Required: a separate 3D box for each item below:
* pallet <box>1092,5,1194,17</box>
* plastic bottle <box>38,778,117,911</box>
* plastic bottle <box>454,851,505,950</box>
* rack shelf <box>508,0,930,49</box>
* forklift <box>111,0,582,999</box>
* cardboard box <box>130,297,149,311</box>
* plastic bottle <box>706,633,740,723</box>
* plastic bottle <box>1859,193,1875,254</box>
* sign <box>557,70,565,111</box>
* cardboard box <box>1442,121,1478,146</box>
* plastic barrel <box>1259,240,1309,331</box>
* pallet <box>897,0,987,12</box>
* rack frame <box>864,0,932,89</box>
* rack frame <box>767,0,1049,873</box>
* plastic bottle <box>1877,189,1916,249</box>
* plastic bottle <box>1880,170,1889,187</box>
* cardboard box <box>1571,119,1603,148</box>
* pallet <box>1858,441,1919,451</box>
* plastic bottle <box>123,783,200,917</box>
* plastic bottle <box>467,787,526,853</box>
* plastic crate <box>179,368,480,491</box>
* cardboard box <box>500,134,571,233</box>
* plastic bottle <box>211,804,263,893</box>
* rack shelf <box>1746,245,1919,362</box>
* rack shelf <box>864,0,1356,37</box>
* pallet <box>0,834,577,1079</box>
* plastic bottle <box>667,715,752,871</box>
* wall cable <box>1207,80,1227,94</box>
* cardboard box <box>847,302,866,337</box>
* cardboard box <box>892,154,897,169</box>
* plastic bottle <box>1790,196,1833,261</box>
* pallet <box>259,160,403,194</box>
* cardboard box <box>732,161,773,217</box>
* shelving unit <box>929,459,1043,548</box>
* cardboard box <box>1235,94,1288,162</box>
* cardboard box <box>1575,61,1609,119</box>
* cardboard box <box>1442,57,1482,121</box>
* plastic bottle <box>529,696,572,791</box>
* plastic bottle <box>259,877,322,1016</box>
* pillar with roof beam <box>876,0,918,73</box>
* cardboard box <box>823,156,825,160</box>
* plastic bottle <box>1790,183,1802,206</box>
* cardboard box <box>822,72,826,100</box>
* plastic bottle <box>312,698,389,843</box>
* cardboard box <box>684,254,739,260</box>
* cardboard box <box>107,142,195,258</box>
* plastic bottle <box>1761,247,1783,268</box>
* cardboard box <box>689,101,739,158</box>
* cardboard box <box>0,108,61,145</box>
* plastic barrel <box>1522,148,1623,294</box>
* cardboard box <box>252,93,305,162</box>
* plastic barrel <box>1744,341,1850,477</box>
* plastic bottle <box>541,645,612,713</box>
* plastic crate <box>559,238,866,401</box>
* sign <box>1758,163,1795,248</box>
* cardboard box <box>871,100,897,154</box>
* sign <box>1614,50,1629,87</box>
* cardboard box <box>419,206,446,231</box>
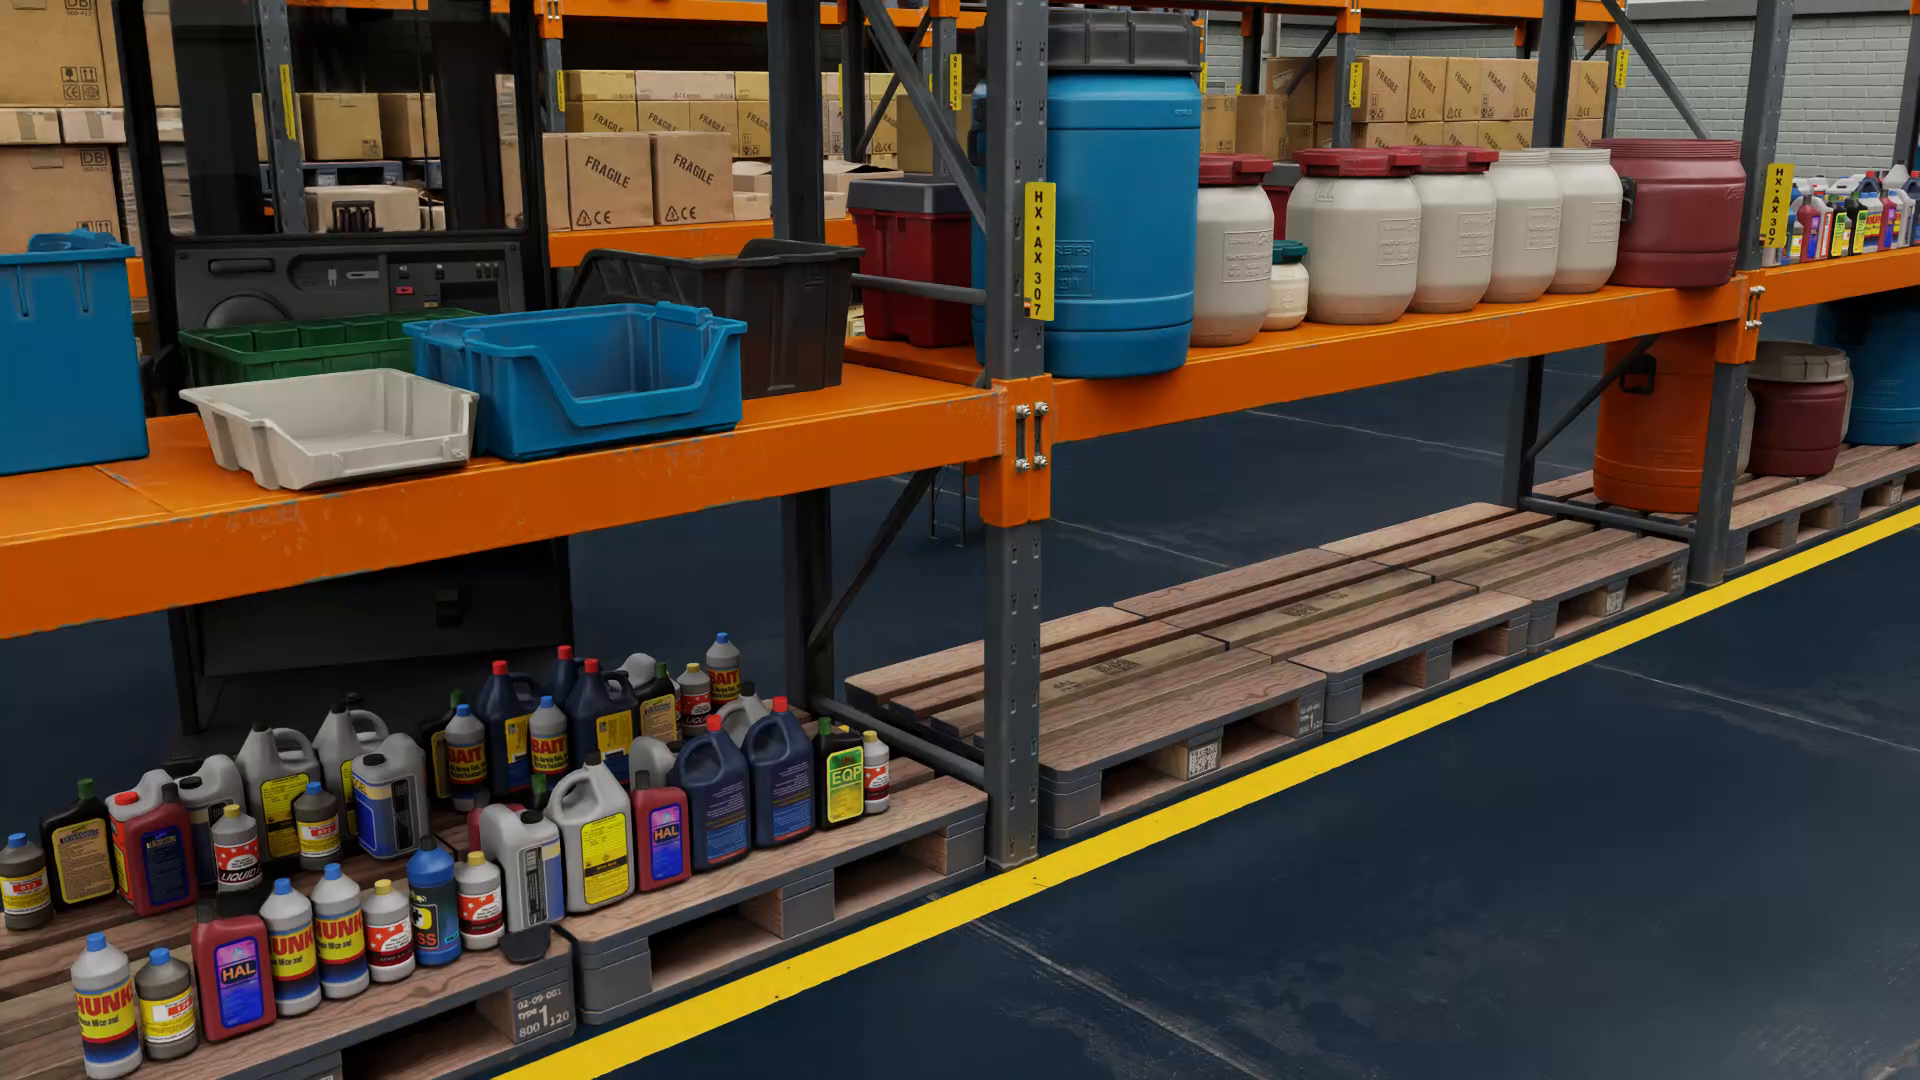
[{"bbox_3d":[1.835,-5.910,18.421,1.213,0.211,1.003,-13,19,-39],"label":"pallet"},{"bbox_3d":[-2.005,0.688,3.773,0.133,0.283,0.061,-12,19,-38],"label":"plastic bottle"},{"bbox_3d":[-1.043,0.774,3.608,0.097,0.201,0.097,0,15,0],"label":"plastic bottle"},{"bbox_3d":[-2.139,-4.716,15.176,4.000,0.370,1.077,-13,19,-39],"label":"rack shelf"},{"bbox_3d":[-1.655,-0.658,4.534,1.130,2.935,3.031,-5,16,-16],"label":"forklift"},{"bbox_3d":[-6.121,-1.731,12.409,0.500,0.500,0.700,-12,19,-38],"label":"cardboard box"},{"bbox_3d":[-0.690,0.405,4.857,0.097,0.271,0.097,0,15,0],"label":"plastic bottle"},{"bbox_3d":[4.124,-1.450,7.614,0.097,0.271,0.097,0,15,0],"label":"plastic bottle"},{"bbox_3d":[-3.284,-3.693,13.673,0.005,0.325,0.100,-13,19,-39],"label":"sign"},{"bbox_3d":[3.951,-3.243,13.885,0.500,0.500,0.500,-13,20,-40],"label":"cardboard box"},{"bbox_3d":[0.937,-0.797,5.189,0.301,0.262,0.301,0,15,0],"label":"plastic barrel"},{"bbox_3d":[-0.006,-5.496,16.874,1.213,0.211,1.003,-13,19,-39],"label":"pallet"},{"bbox_3d":[-0.630,-3.953,16.738,0.127,3.000,1.000,-13,19,-39],"label":"rack frame"},{"bbox_3d":[-0.162,-0.670,4.444,0.127,3.000,1.000,-13,19,-39],"label":"rack frame"},{"bbox_3d":[4.441,-1.533,7.915,0.135,0.276,0.152,-13,19,-39],"label":"plastic bottle"},{"bbox_3d":[5.317,-1.989,9.611,0.133,0.283,0.061,-13,19,-39],"label":"plastic bottle"},{"bbox_3d":[5.483,-3.587,15.172,0.500,0.500,0.500,-12,19,-38],"label":"cardboard box"},{"bbox_3d":[5.264,-0.555,9.419,1.213,0.211,1.003,-13,19,-39],"label":"pallet"},{"bbox_3d":[-1.803,0.695,3.748,0.133,0.283,0.061,-13,19,-39],"label":"plastic bottle"},{"bbox_3d":[-1.042,0.689,3.770,0.133,0.283,0.061,-13,19,-39],"label":"plastic bottle"},{"bbox_3d":[-1.220,-0.218,3.264,0.437,0.136,0.530,-13,19,-39],"label":"plastic crate"},{"bbox_3d":[-2.423,-1.899,8.853,0.500,0.500,0.500,-11,18,-35],"label":"cardboard box"},{"bbox_3d":[-1.673,0.711,3.845,0.097,0.201,0.097,0,15,0],"label":"plastic bottle"},{"bbox_3d":[4.365,-1.338,8.342,4.000,0.370,1.077,-13,19,-39],"label":"rack shelf"},{"bbox_3d":[1.116,-3.753,11.568,4.000,0.370,1.077,-13,19,-39],"label":"rack shelf"},{"bbox_3d":[-1.616,0.991,3.631,1.213,0.211,1.003,-13,19,-39],"label":"pallet"},{"bbox_3d":[-0.603,0.595,3.989,0.185,0.351,0.144,-14,20,-42],"label":"plastic bottle"},{"bbox_3d":[2.733,-5.523,20.645,1.851,1.984,0.084,-13,19,-39],"label":"wall cable"},{"bbox_3d":[-0.626,-1.321,10.310,0.500,0.311,0.500,-12,19,-38],"label":"cardboard box"},{"bbox_3d":[-0.699,-3.729,16.347,0.250,0.149,0.380,-12,19,-39],"label":"cardboard box"},{"bbox_3d":[3.743,-1.376,7.329,0.135,0.276,0.152,-13,19,-39],"label":"plastic bottle"},{"bbox_3d":[-5.114,-2.840,12.941,1.213,0.211,1.003,-13,19,-39],"label":"pallet"},{"bbox_3d":[-1.195,-2.155,10.179,0.500,0.311,0.500,-13,20,-40],"label":"cardboard box"},{"bbox_3d":[0.125,-0.608,7.700,0.503,1.200,0.258,-13,19,-39],"label":"shelving unit"},{"bbox_3d":[2.120,-3.204,12.926,0.700,0.500,0.500,8,17,28],"label":"cardboard box"},{"bbox_3d":[5.487,-4.070,15.042,0.500,0.500,0.500,-13,20,-40],"label":"cardboard box"},{"bbox_3d":[3.942,-3.721,13.735,0.500,0.500,0.500,-13,20,-41],"label":"cardboard box"},{"bbox_3d":[-1.073,0.540,4.350,0.097,0.271,0.097,0,15,0],"label":"plastic bottle"},{"bbox_3d":[-1.348,0.809,3.343,0.097,0.271,0.097,0,15,0],"label":"plastic bottle"},{"bbox_3d":[2.156,-6.301,13.901,0.400,9.000,9.100,-13,19,-39],"label":"pillar with roof beam"},{"bbox_3d":[-1.488,-3.562,15.722,0.250,0.149,0.380,-13,19,-39],"label":"cardboard box"},{"bbox_3d":[4.243,-1.687,8.502,0.097,0.271,0.097,0,15,0],"label":"plastic bottle"},{"bbox_3d":[-1.591,-4.217,15.464,0.500,0.250,0.500,-12,19,-38],"label":"cardboard box"},{"bbox_3d":[-1.506,0.558,4.130,0.185,0.351,0.144,-13,20,-40],"label":"plastic bottle"},{"bbox_3d":[-2.342,-2.686,15.346,0.750,0.750,0.750,-13,20,-40],"label":"cardboard box"},{"bbox_3d":[-3.741,-1.606,7.758,0.500,0.500,0.700,-13,20,-41],"label":"cardboard box"},{"bbox_3d":[3.394,-1.298,7.036,0.135,0.276,0.152,-13,19,-39],"label":"plastic bottle"},{"bbox_3d":[-2.337,-3.681,14.908,0.500,0.500,0.500,-13,20,-40],"label":"cardboard box"},{"bbox_3d":[-4.056,-1.777,7.141,0.250,0.149,0.380,-13,20,-39],"label":"cardboard box"},{"bbox_3d":[2.220,-1.185,6.158,0.421,0.512,0.421,0,15,0],"label":"plastic barrel"},{"bbox_3d":[-5.356,-3.150,12.682,0.500,0.500,0.700,-10,18,-32],"label":"cardboard box"},{"bbox_3d":[4.066,-0.662,8.277,0.708,0.588,0.600,-13,19,-39],"label":"plastic barrel"},{"bbox_3d":[-1.043,0.454,4.520,0.185,0.351,0.144,-12,19,-38],"label":"plastic bottle"},{"bbox_3d":[-0.640,-0.576,4.213,0.504,0.338,0.767,-13,19,-39],"label":"plastic crate"},{"bbox_3d":[3.222,-1.320,6.563,0.005,0.325,0.100,-13,19,-39],"label":"sign"},{"bbox_3d":[-0.813,-4.028,16.208,0.500,0.500,0.500,-13,20,-40],"label":"cardboard box"},{"bbox_3d":[5.991,-4.268,15.060,0.005,0.325,0.100,-13,19,-39],"label":"sign"},{"bbox_3d":[-2.608,-1.623,8.502,0.250,0.149,0.380,-13,19,-39],"label":"cardboard box"}]
